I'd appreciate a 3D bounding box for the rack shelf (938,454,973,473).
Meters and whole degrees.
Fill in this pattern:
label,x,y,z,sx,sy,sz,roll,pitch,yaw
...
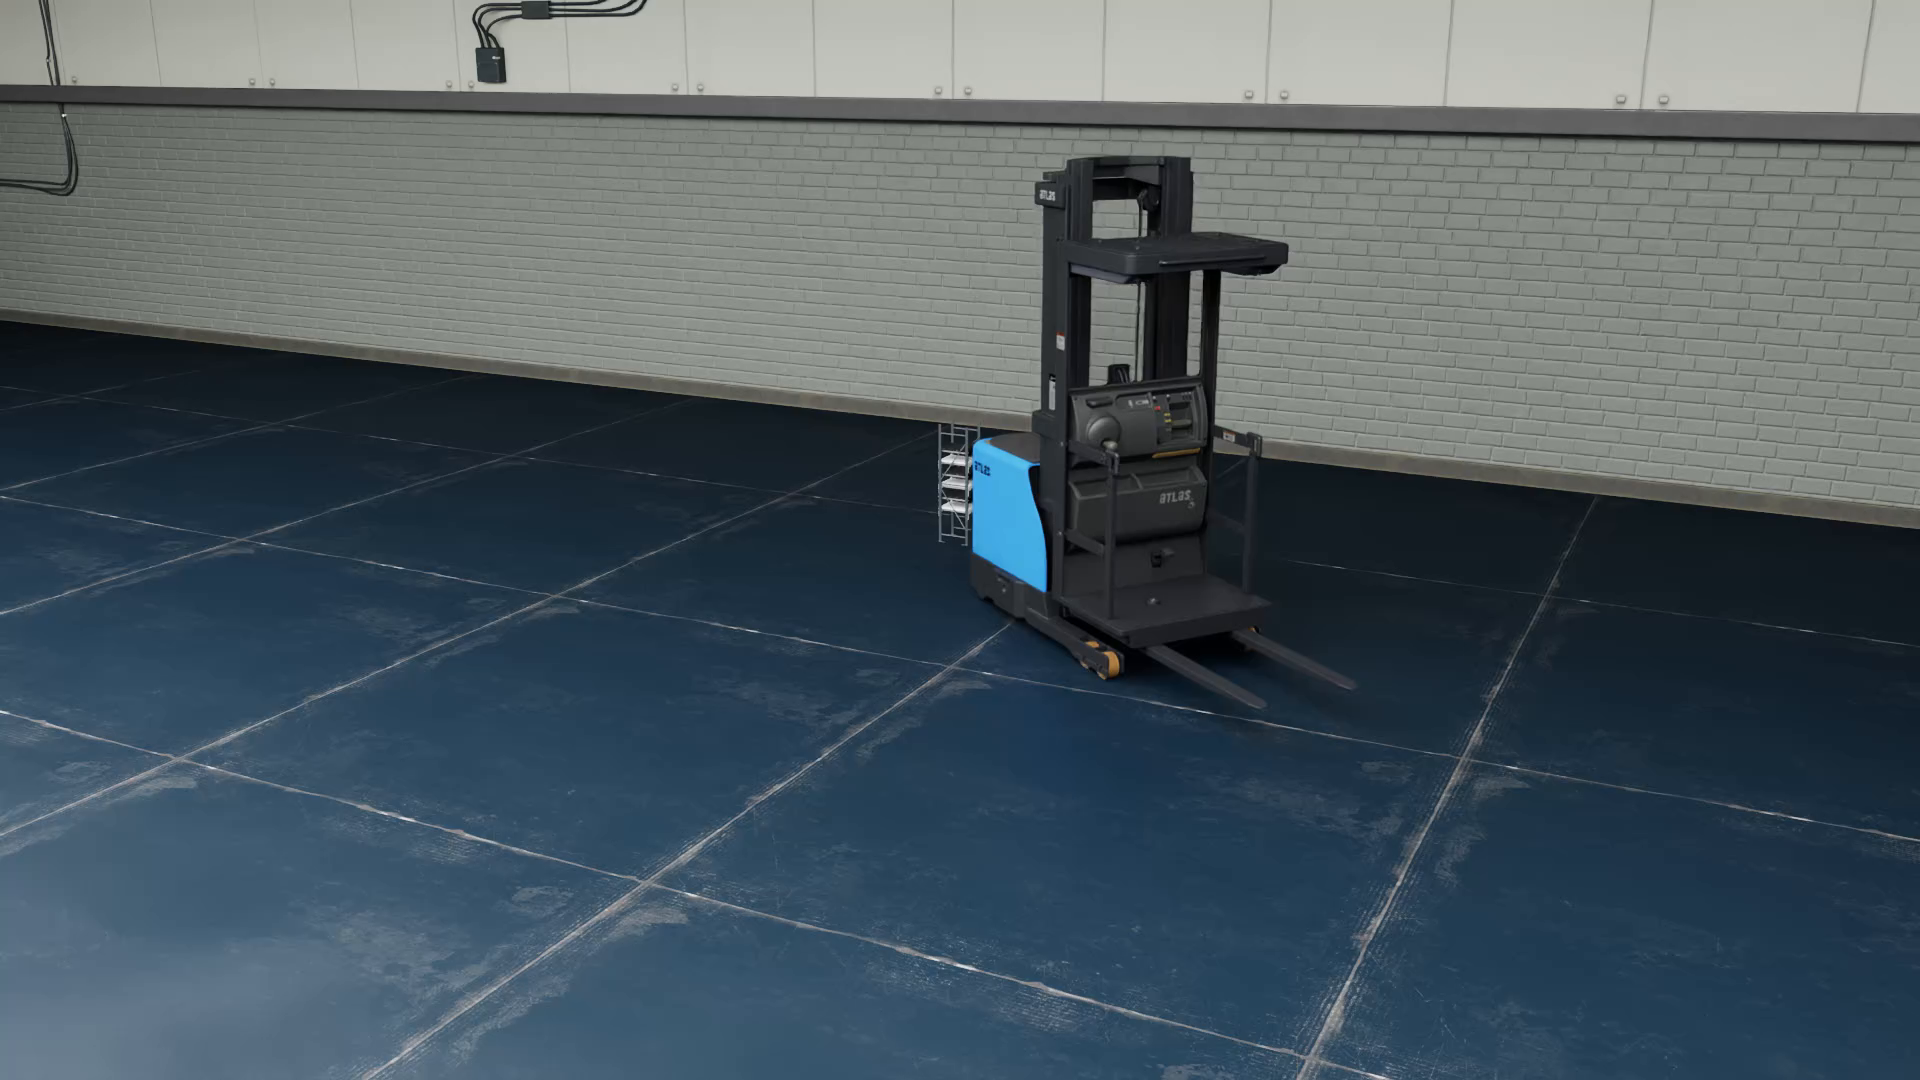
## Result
label,x,y,z,sx,sy,sz,roll,pitch,yaw
rack shelf,-0.004,-0.570,12.348,0.258,0.077,0.200,8,18,25

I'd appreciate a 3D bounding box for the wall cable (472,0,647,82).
label,x,y,z,sx,sy,sz,roll,pitch,yaw
wall cable,-4.120,-7.649,16.500,2.305,6.003,0.169,8,18,25

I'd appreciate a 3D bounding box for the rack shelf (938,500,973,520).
label,x,y,z,sx,sy,sz,roll,pitch,yaw
rack shelf,-0.004,-0.225,12.450,0.258,0.077,0.200,8,18,25

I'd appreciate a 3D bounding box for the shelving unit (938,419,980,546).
label,x,y,z,sx,sy,sz,roll,pitch,yaw
shelving unit,-0.004,-0.429,12.389,0.258,0.900,0.210,8,18,25

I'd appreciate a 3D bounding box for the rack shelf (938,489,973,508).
label,x,y,z,sx,sy,sz,roll,pitch,yaw
rack shelf,-0.004,-0.311,12.424,0.258,0.077,0.200,8,18,25

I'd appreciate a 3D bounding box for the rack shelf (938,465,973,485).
label,x,y,z,sx,sy,sz,roll,pitch,yaw
rack shelf,-0.004,-0.484,12.373,0.258,0.077,0.200,8,18,25

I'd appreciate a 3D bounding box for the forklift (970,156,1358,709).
label,x,y,z,sx,sy,sz,roll,pitch,yaw
forklift,1.185,-0.731,9.838,1.130,2.935,3.031,-8,18,-26

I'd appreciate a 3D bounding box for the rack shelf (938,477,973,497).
label,x,y,z,sx,sy,sz,roll,pitch,yaw
rack shelf,-0.004,-0.397,12.399,0.258,0.077,0.200,8,18,25

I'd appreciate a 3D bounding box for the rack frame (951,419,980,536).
label,x,y,z,sx,sy,sz,roll,pitch,yaw
rack frame,0.042,-0.455,12.476,0.240,0.900,0.006,8,18,25

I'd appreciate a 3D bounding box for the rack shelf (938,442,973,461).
label,x,y,z,sx,sy,sz,roll,pitch,yaw
rack shelf,-0.004,-0.656,12.322,0.258,0.077,0.200,8,18,25

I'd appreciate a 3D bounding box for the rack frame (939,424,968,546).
label,x,y,z,sx,sy,sz,roll,pitch,yaw
rack frame,-0.049,-0.403,12.302,0.240,0.900,0.006,8,18,25

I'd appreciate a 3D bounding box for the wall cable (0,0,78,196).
label,x,y,z,sx,sy,sz,roll,pitch,yaw
wall cable,-12.606,-5.742,21.506,3.097,2.526,0.112,8,18,25
